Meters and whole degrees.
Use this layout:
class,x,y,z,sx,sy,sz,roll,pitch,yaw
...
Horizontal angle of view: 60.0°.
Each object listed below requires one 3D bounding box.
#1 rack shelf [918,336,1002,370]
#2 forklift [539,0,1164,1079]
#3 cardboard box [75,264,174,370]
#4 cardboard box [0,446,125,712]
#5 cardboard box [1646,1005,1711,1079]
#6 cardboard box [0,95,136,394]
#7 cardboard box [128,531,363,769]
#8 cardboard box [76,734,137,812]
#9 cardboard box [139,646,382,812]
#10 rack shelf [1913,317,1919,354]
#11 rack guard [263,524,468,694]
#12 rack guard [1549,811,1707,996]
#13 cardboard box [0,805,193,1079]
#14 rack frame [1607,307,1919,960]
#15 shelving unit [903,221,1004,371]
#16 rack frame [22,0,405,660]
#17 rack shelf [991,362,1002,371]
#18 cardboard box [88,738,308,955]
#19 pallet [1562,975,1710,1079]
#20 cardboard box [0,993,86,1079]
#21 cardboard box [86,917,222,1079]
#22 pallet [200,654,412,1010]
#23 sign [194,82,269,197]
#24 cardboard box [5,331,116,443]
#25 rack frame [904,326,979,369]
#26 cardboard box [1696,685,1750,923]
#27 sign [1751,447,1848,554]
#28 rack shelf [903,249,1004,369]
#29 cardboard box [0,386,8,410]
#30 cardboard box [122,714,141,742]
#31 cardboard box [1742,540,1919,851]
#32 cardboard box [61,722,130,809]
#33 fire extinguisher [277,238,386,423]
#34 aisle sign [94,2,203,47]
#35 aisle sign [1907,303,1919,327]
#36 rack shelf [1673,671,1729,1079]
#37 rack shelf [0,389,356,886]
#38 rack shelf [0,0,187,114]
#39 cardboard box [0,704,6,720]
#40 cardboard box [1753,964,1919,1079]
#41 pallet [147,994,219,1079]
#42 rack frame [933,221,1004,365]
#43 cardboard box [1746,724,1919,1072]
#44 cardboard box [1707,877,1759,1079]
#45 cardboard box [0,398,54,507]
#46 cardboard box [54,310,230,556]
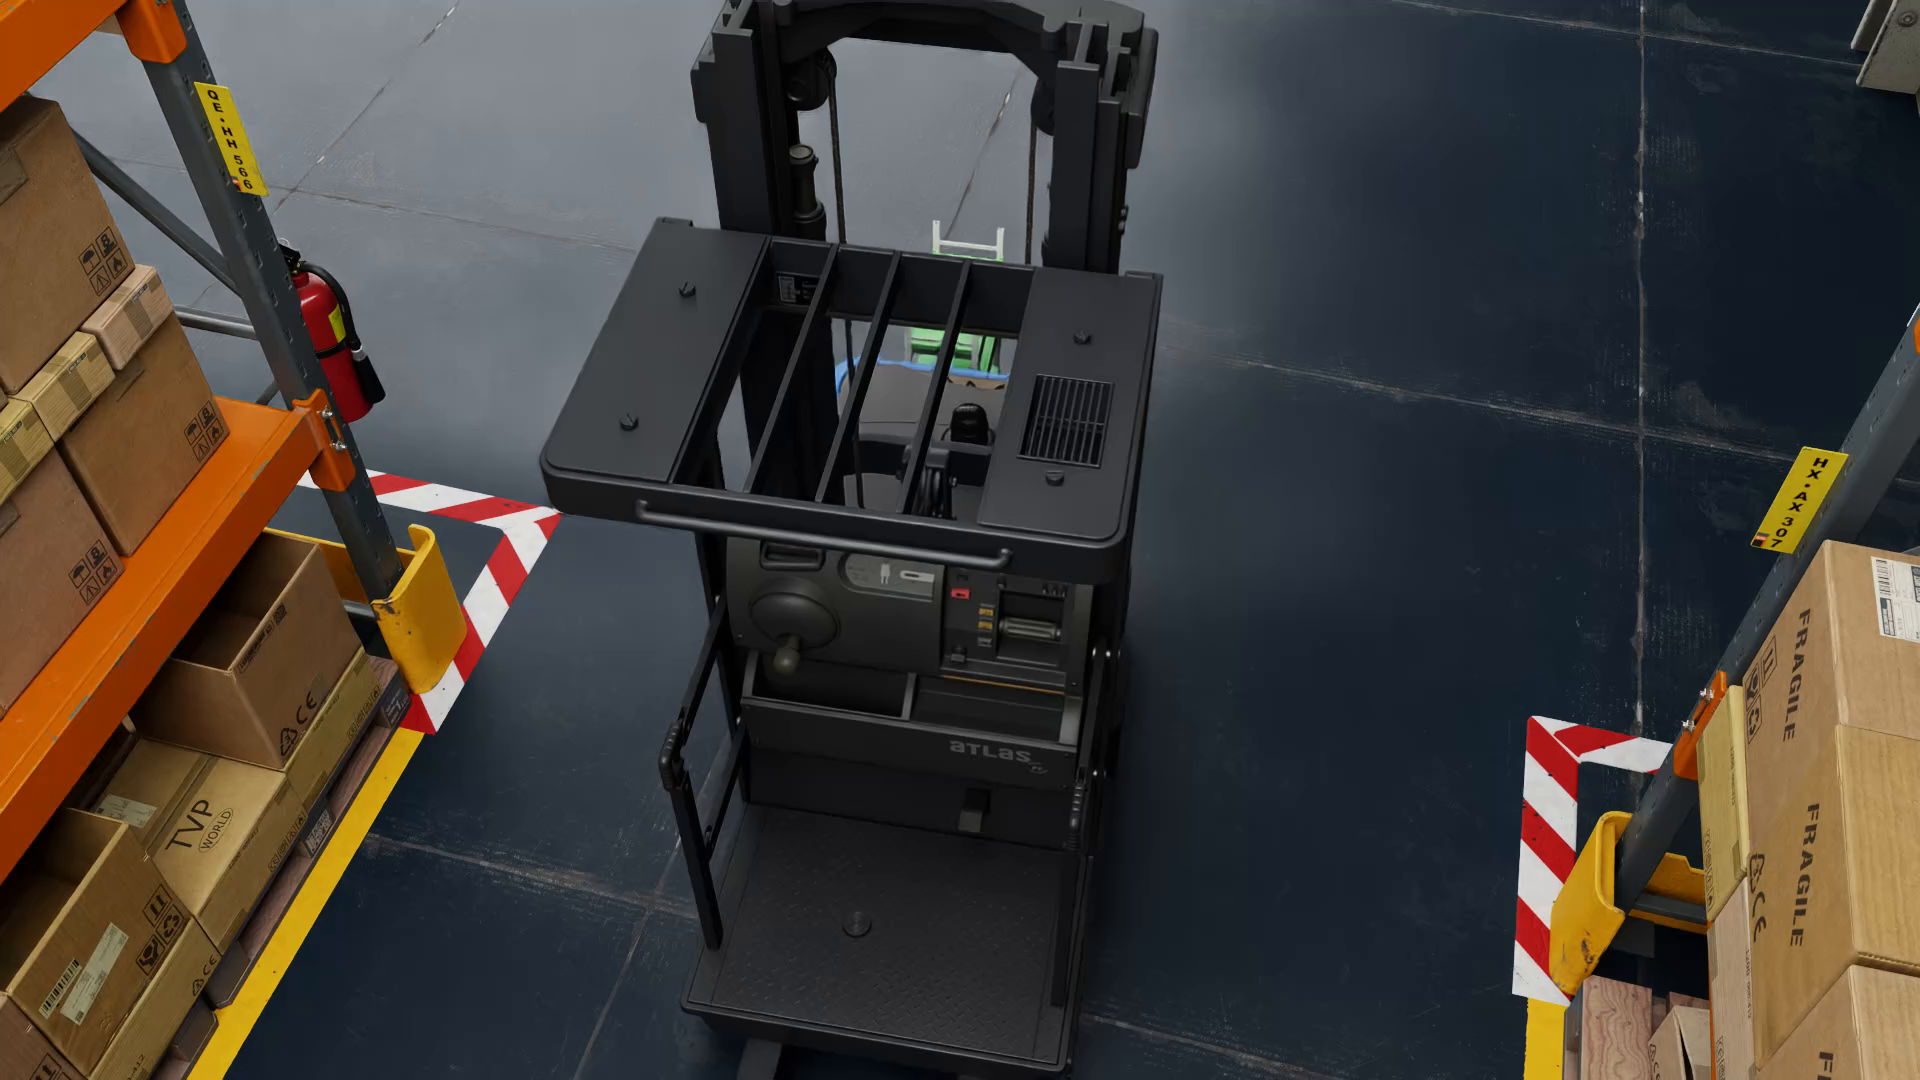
class,x,y,z,sx,sy,sz,roll,pitch,yaw
rack shelf,-0.015,-0.593,5.739,0.258,0.148,0.480,8,49,7
forklift,-0.168,0.285,4.043,1.130,2.935,3.031,8,49,7
cardboard box,-2.282,-0.601,4.280,0.380,0.149,0.250,11,49,9
cardboard box,-2.634,0.016,4.169,0.700,0.500,0.500,13,50,11
cardboard box,2.146,1.535,4.395,0.500,0.311,0.500,7,49,6
cardboard box,-2.514,-0.756,3.985,0.700,0.500,0.500,12,50,10
cardboard box,-2.219,0.302,5.036,0.500,0.500,0.500,12,50,10
cardboard box,-2.849,0.810,5.088,0.500,0.250,0.500,12,50,10
cardboard box,-2.221,0.550,5.318,0.500,0.250,0.500,12,50,10
rack shelf,1.889,1.000,1.846,1.077,0.370,4.000,12,50,10
rack guard,-2.359,0.143,5.791,1.175,0.500,0.348,12,50,10
rack guard,2.395,1.190,4.866,1.175,0.500,0.348,12,50,10
cardboard box,-2.468,1.028,4.395,0.500,0.500,0.500,12,50,10
rack frame,2.415,0.308,3.978,1.000,3.000,0.127,12,50,10
shelving unit,-0.015,-0.477,5.871,0.258,1.200,0.503,8,49,7
rack frame,-2.365,-0.667,4.838,1.000,3.000,0.127,12,50,10
rack shelf,-0.015,-0.435,5.919,0.258,0.148,0.480,8,49,7
cardboard box,-2.341,0.914,4.997,0.500,0.250,0.500,12,50,10
pallet,2.147,1.866,4.462,1.003,0.211,1.213,12,50,10
cardboard box,-2.601,1.390,4.076,0.500,0.500,0.500,12,50,10
cardboard box,-2.471,1.276,4.677,0.500,0.250,0.500,12,50,10
pallet,-2.526,0.817,5.388,1.003,0.211,1.213,12,50,10
sign,-1.845,-1.012,4.212,0.100,0.325,0.005,12,50,10
cardboard box,-2.349,-0.411,4.113,0.380,0.149,0.250,13,50,11
rack frame,-0.058,-0.297,5.712,0.240,1.200,0.015,8,49,7
cardboard box,1.980,0.641,3.770,0.500,0.250,0.500,10,49,9
sign,1.892,-0.086,3.748,0.100,0.325,0.005,12,50,10
rack shelf,-0.015,-0.752,5.559,0.258,0.148,0.480,8,49,7
cardboard box,-2.647,-0.375,3.648,0.700,0.500,0.500,10,49,9
cardboard box,-2.721,0.448,5.408,0.500,0.250,0.500,12,50,10
cardboard box,2.000,0.389,3.493,0.500,0.500,0.500,12,50,10
cardboard box,-2.850,0.562,4.807,0.500,0.500,0.500,12,50,10
fire extinguisher,-1.886,-0.635,4.862,0.296,0.674,0.183,12,50,10
aisle sign,-2.064,-1.517,3.854,0.394,0.787,0.004,12,50,10
aisle sign,2.145,-0.664,3.101,0.394,0.787,0.004,12,50,10
rack shelf,1.889,1.992,2.971,1.077,0.370,4.000,12,50,10
rack shelf,-2.891,1.018,3.831,1.077,0.370,4.000,12,50,10
rack shelf,-2.891,0.025,2.706,1.077,0.370,4.000,12,50,10
cardboard box,-2.770,0.374,3.853,0.700,0.500,0.500,12,50,10
cardboard box,1.718,1.117,2.850,0.500,0.500,0.500,10,49,9
pallet,-2.849,1.697,4.612,1.003,0.211,1.213,12,50,10
rack frame,0.028,-0.657,6.030,0.240,1.200,0.015,8,49,7
cardboard box,1.860,0.744,3.179,0.500,0.500,0.500,12,50,10
cardboard box,1.857,1.019,3.436,0.500,0.250,0.500,10,49,9
cardboard box,-2.416,-0.226,3.950,0.380,0.149,0.250,11,49,9
cardboard box,-2.500,-0.365,4.505,0.700,0.500,0.500,12,50,10
